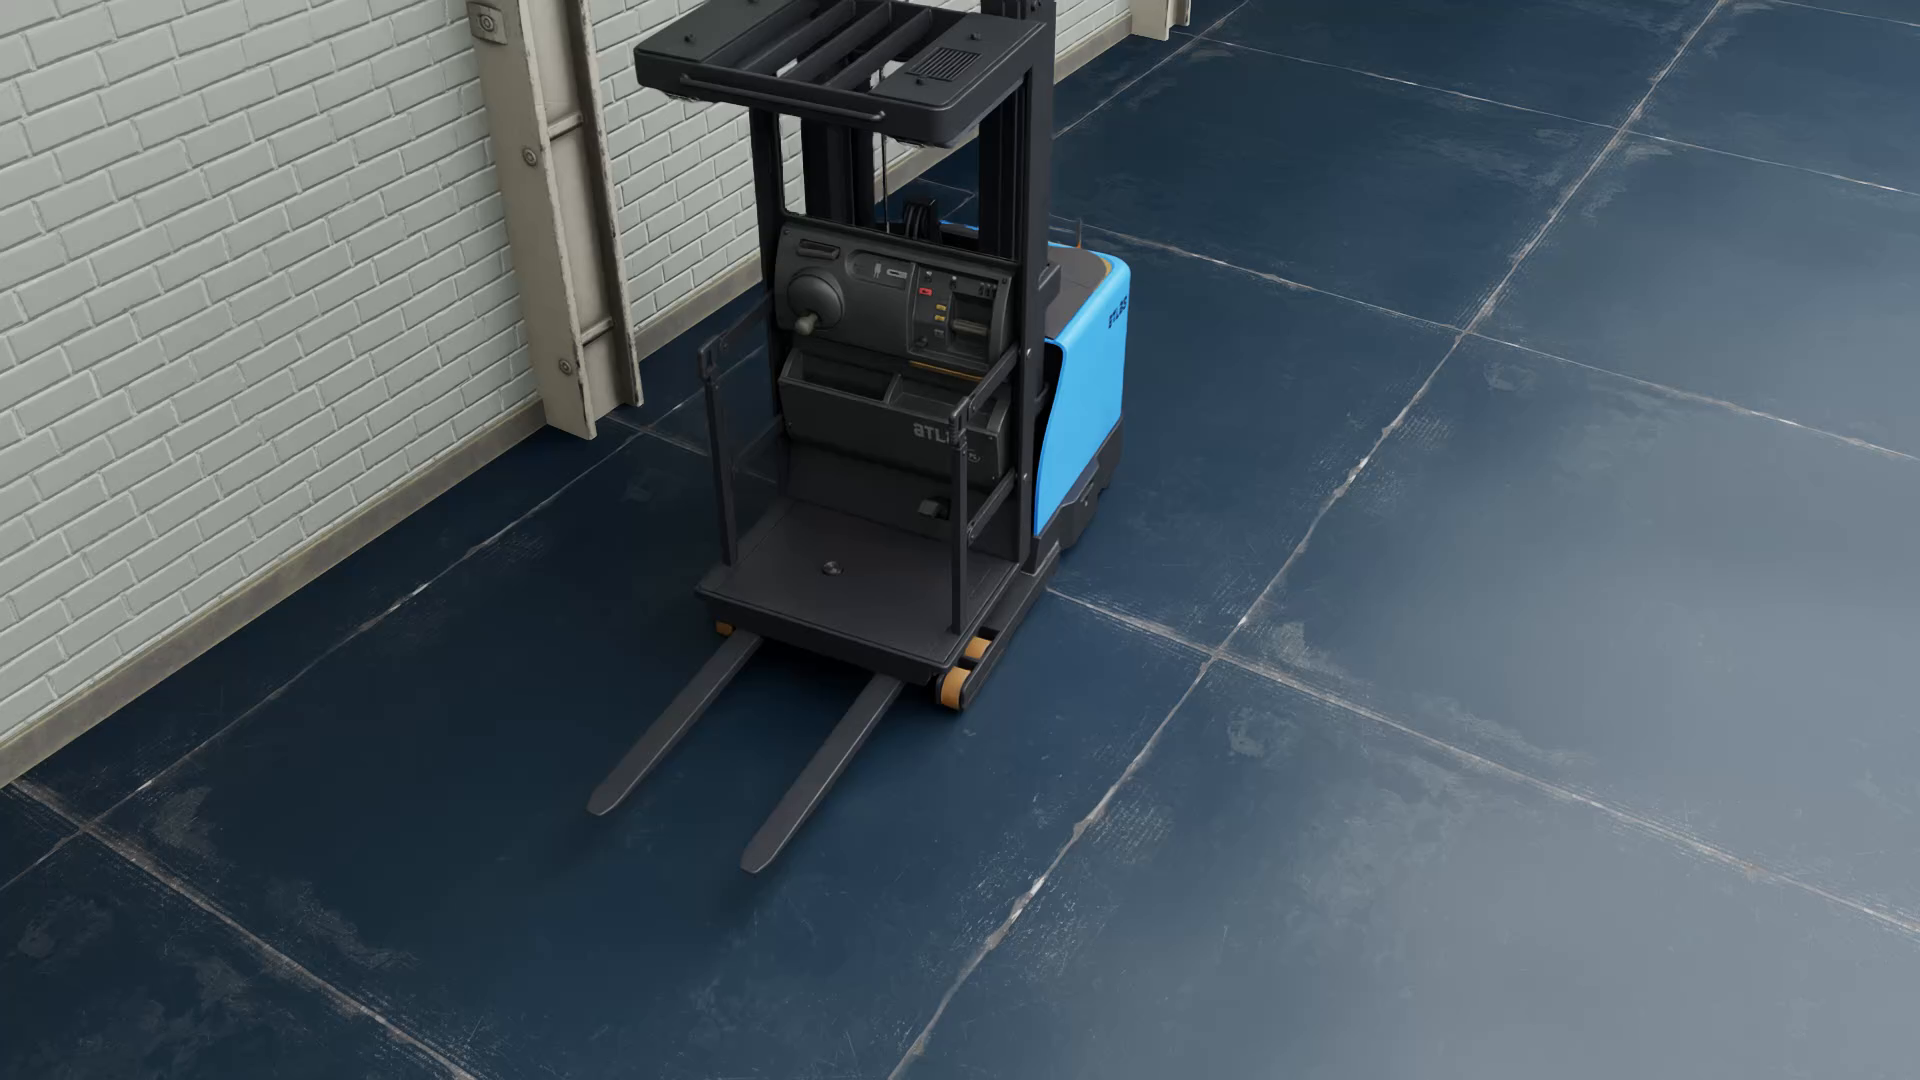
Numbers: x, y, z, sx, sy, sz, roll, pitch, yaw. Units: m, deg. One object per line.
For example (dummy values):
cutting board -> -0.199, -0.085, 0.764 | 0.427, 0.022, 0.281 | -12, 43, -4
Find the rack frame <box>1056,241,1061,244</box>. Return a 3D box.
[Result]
rack frame -> 0.344, -0.899, 7.556 | 0.200, 1.050, 0.008 | 16, 40, 19

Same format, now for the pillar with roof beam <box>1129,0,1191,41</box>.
pillar with roof beam -> 5.075, -5.871, 7.496 | 9.100, 9.000, 0.400 | 21, 42, 25

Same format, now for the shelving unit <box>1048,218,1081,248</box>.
shelving unit -> 0.396, -0.966, 7.644 | 0.215, 1.050, 0.252 | 16, 40, 19

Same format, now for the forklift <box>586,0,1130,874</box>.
forklift -> -0.341, -0.811, 5.902 | 1.130, 2.935, 3.031 | 16, 40, 19

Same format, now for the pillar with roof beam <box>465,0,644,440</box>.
pillar with roof beam -> 1.860, -2.778, 3.483 | 9.100, 9.000, 0.400 | 21, 42, 25

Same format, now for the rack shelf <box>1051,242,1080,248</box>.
rack shelf -> 0.396, -1.183, 7.477 | 0.215, 0.259, 0.240 | 16, 40, 19

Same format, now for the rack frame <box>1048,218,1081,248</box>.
rack frame -> 0.447, -1.034, 7.731 | 0.200, 1.050, 0.008 | 16, 40, 19
